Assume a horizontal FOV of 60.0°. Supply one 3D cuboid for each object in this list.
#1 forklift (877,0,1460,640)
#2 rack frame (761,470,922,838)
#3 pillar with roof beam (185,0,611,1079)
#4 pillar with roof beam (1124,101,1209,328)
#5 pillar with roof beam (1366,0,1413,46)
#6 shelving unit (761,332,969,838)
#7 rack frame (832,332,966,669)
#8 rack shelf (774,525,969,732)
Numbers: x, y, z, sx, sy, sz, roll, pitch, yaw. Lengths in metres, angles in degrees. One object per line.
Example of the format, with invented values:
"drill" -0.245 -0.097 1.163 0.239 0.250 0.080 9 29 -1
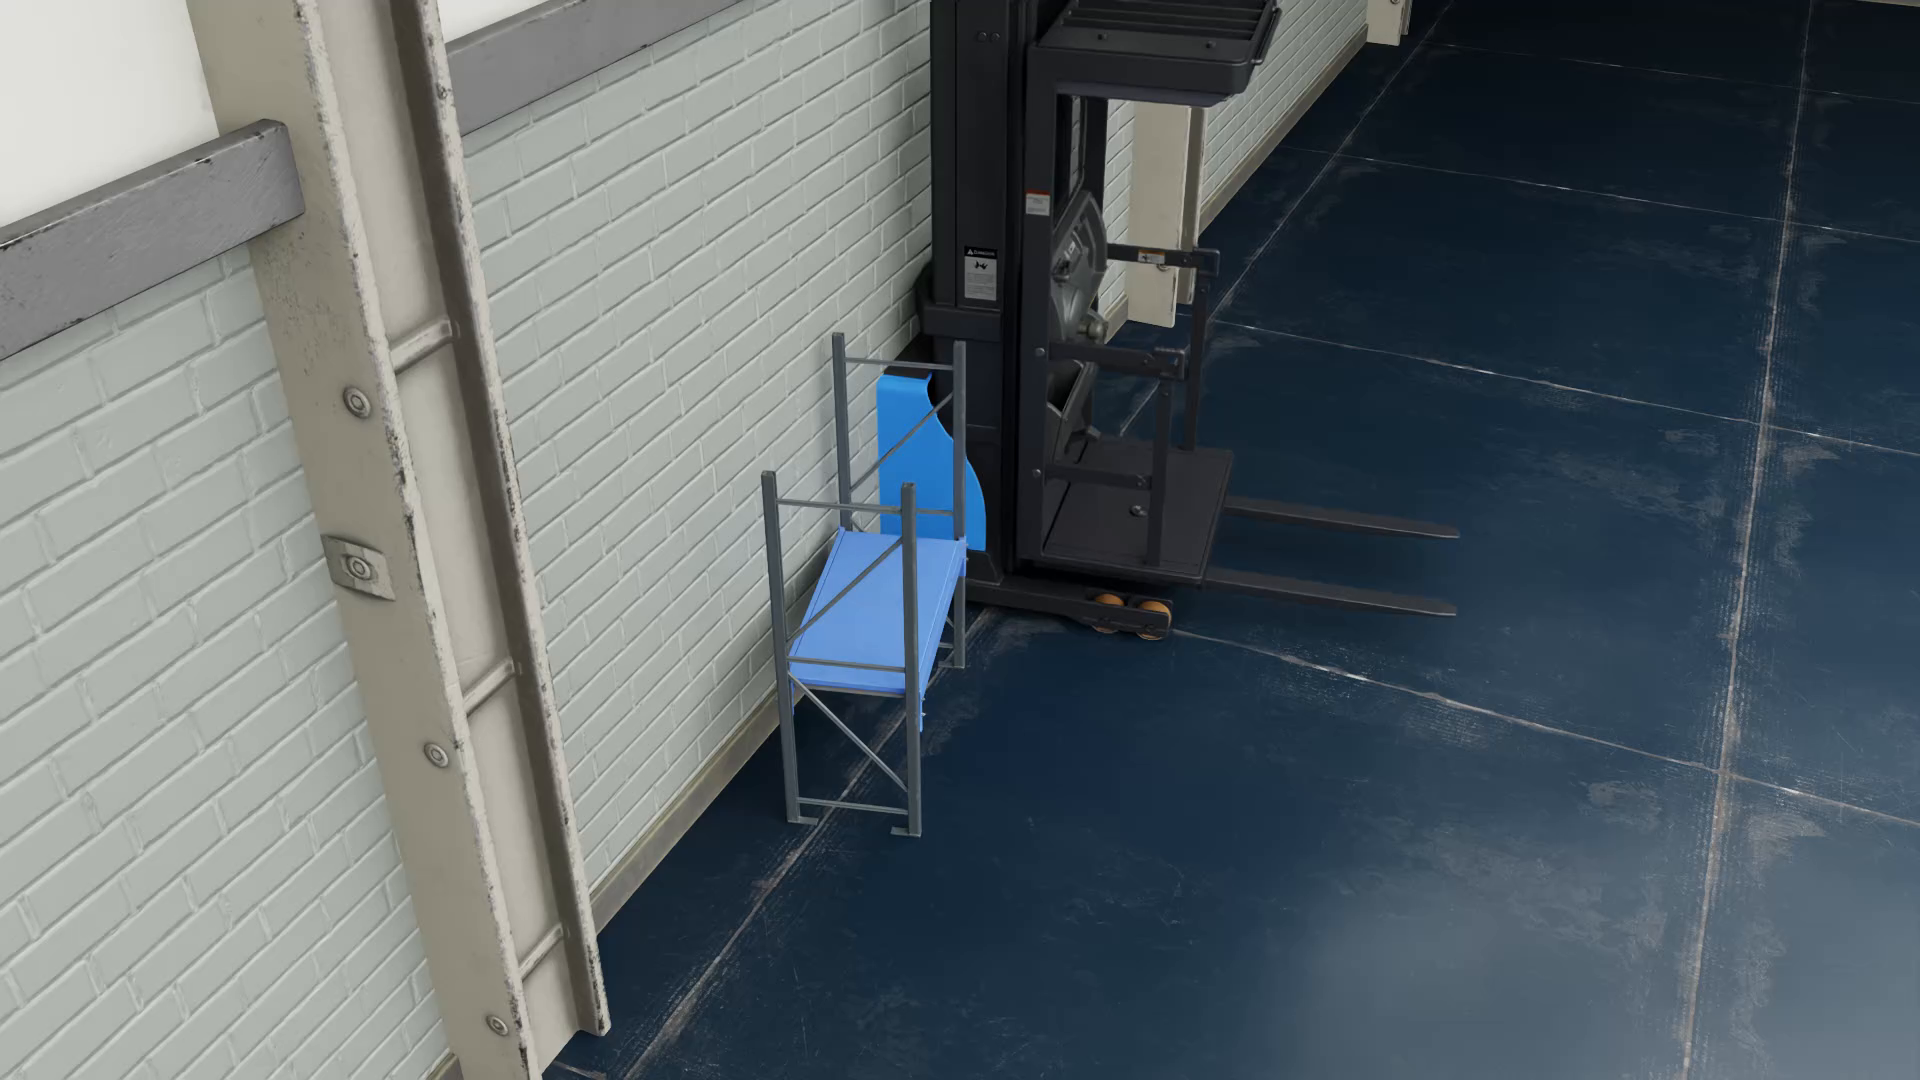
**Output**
"forklift" 0.677 -1.122 6.788 3.031 2.935 1.130 8 34 13
"rack frame" -0.390 0.432 5.723 0.500 1.500 0.032 5 34 8
"pillar with roof beam" 2.567 -1.149 1.295 9.100 9.000 0.400 14 36 20
"pillar with roof beam" 5.077 -4.137 5.853 9.100 9.000 0.400 14 36 20
"pillar with roof beam" 7.587 -7.125 10.410 9.100 9.000 0.400 14 36 20
"shelving unit" -0.309 0.157 6.143 0.538 1.500 1.048 5 34 8
"rack frame" -0.228 -0.118 6.563 0.500 1.500 0.032 5 34 8
"rack shelf" -0.309 0.307 6.241 0.538 0.185 1.000 5 34 8
